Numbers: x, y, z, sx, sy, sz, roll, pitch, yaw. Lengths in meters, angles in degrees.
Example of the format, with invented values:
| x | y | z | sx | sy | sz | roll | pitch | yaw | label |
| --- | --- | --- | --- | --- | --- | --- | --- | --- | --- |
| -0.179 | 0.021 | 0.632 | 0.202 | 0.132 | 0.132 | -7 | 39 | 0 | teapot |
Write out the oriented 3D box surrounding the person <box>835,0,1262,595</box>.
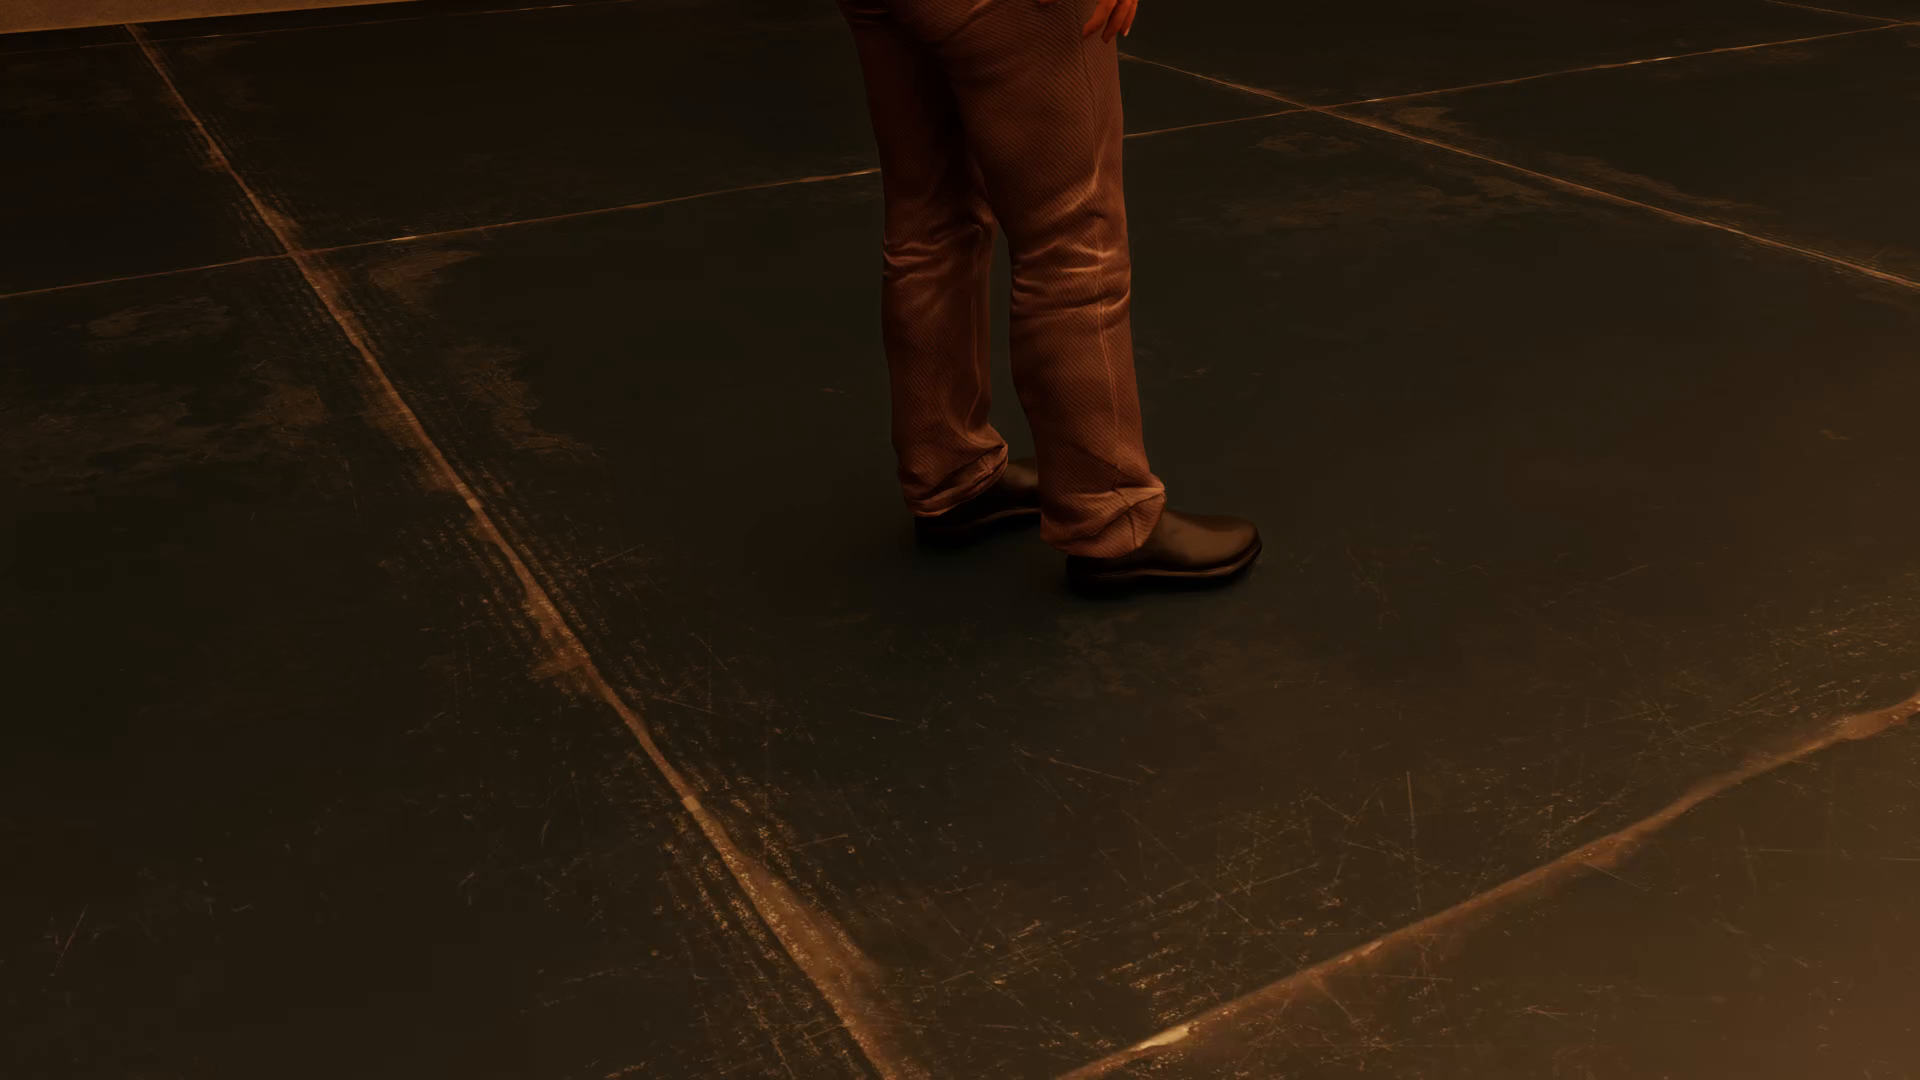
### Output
| x | y | z | sx | sy | sz | roll | pitch | yaw | label |
| --- | --- | --- | --- | --- | --- | --- | --- | --- | --- |
| 0.058 | -0.785 | 2.128 | 0.568 | 1.720 | 0.632 | -15 | 30 | -26 | person |
